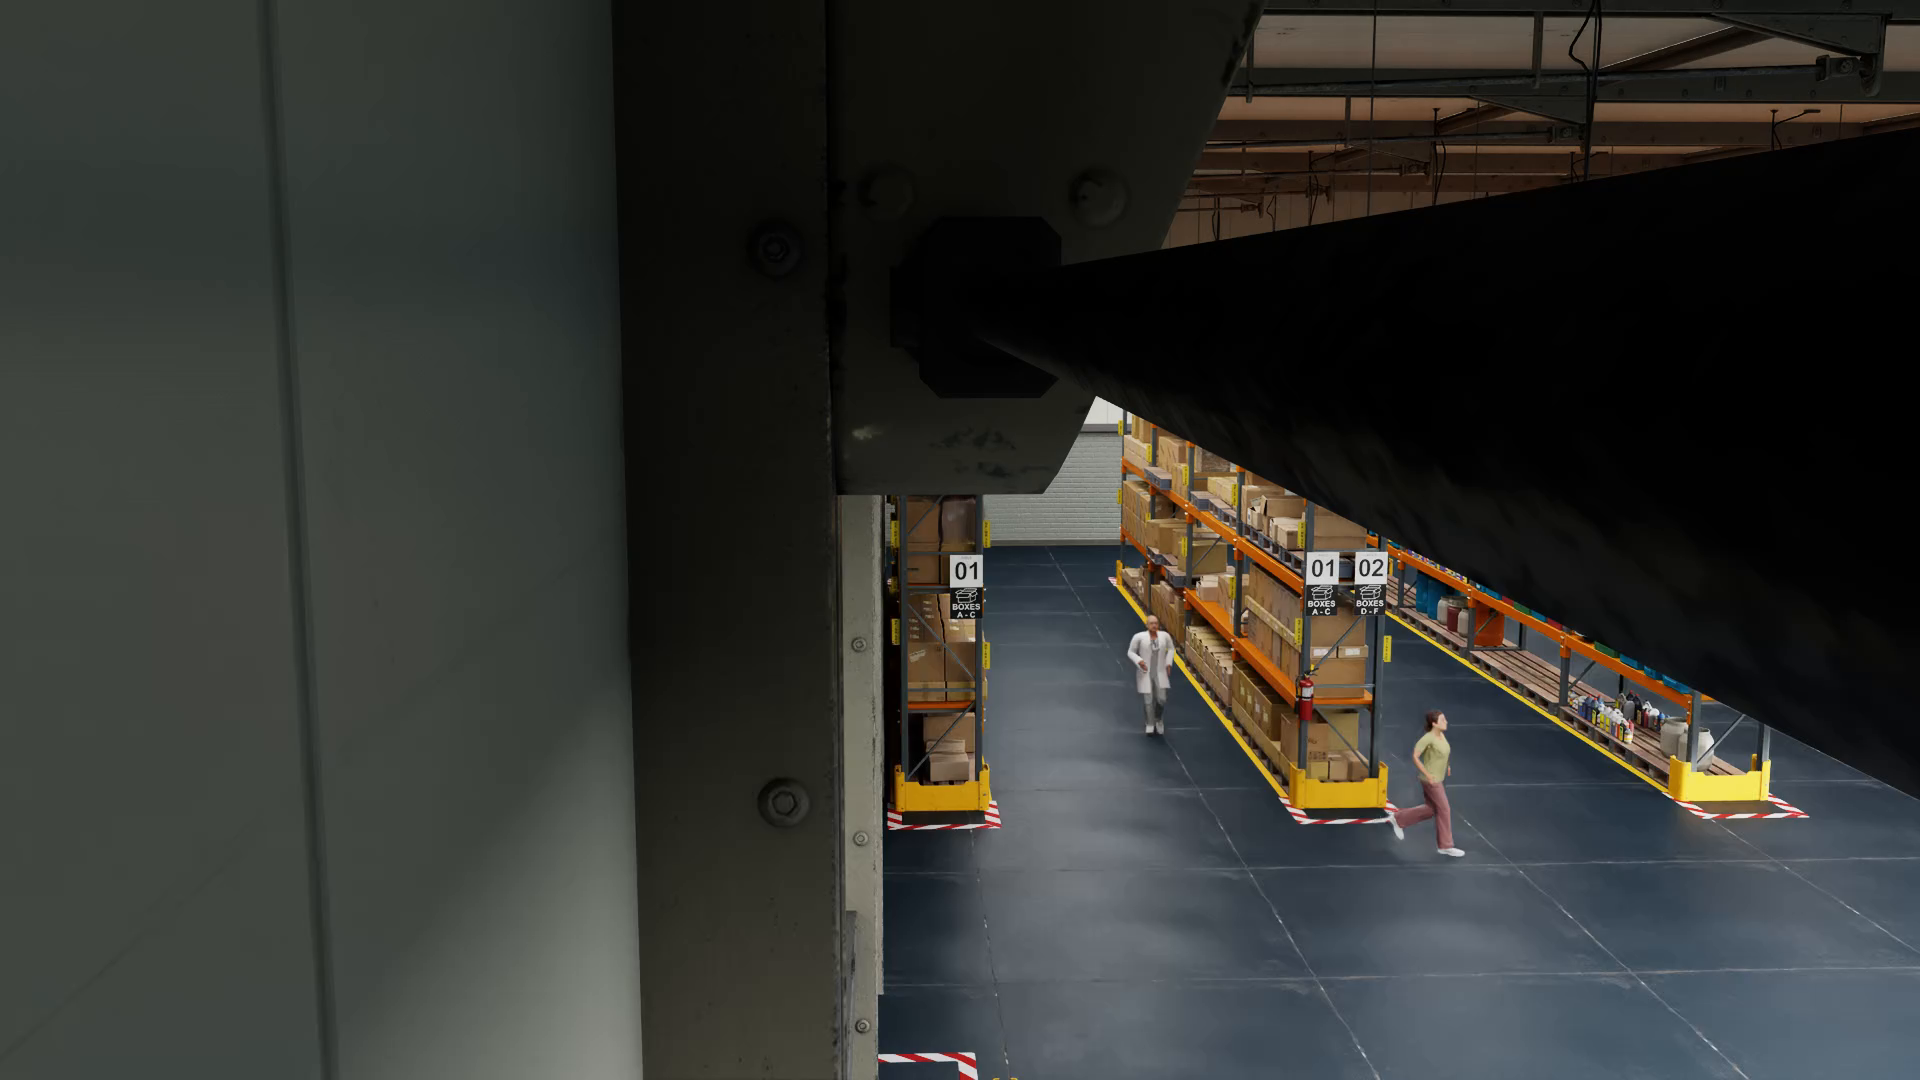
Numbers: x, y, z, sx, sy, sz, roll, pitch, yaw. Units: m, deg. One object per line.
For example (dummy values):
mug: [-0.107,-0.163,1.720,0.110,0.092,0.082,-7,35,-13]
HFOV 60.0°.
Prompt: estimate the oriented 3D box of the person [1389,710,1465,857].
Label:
person: [5.342,2.735,18.918,0.882,1.635,0.581,6,10,33]

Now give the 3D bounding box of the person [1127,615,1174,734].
person: [2.757,1.952,23.888,0.706,1.753,0.679,0,8,-1]
